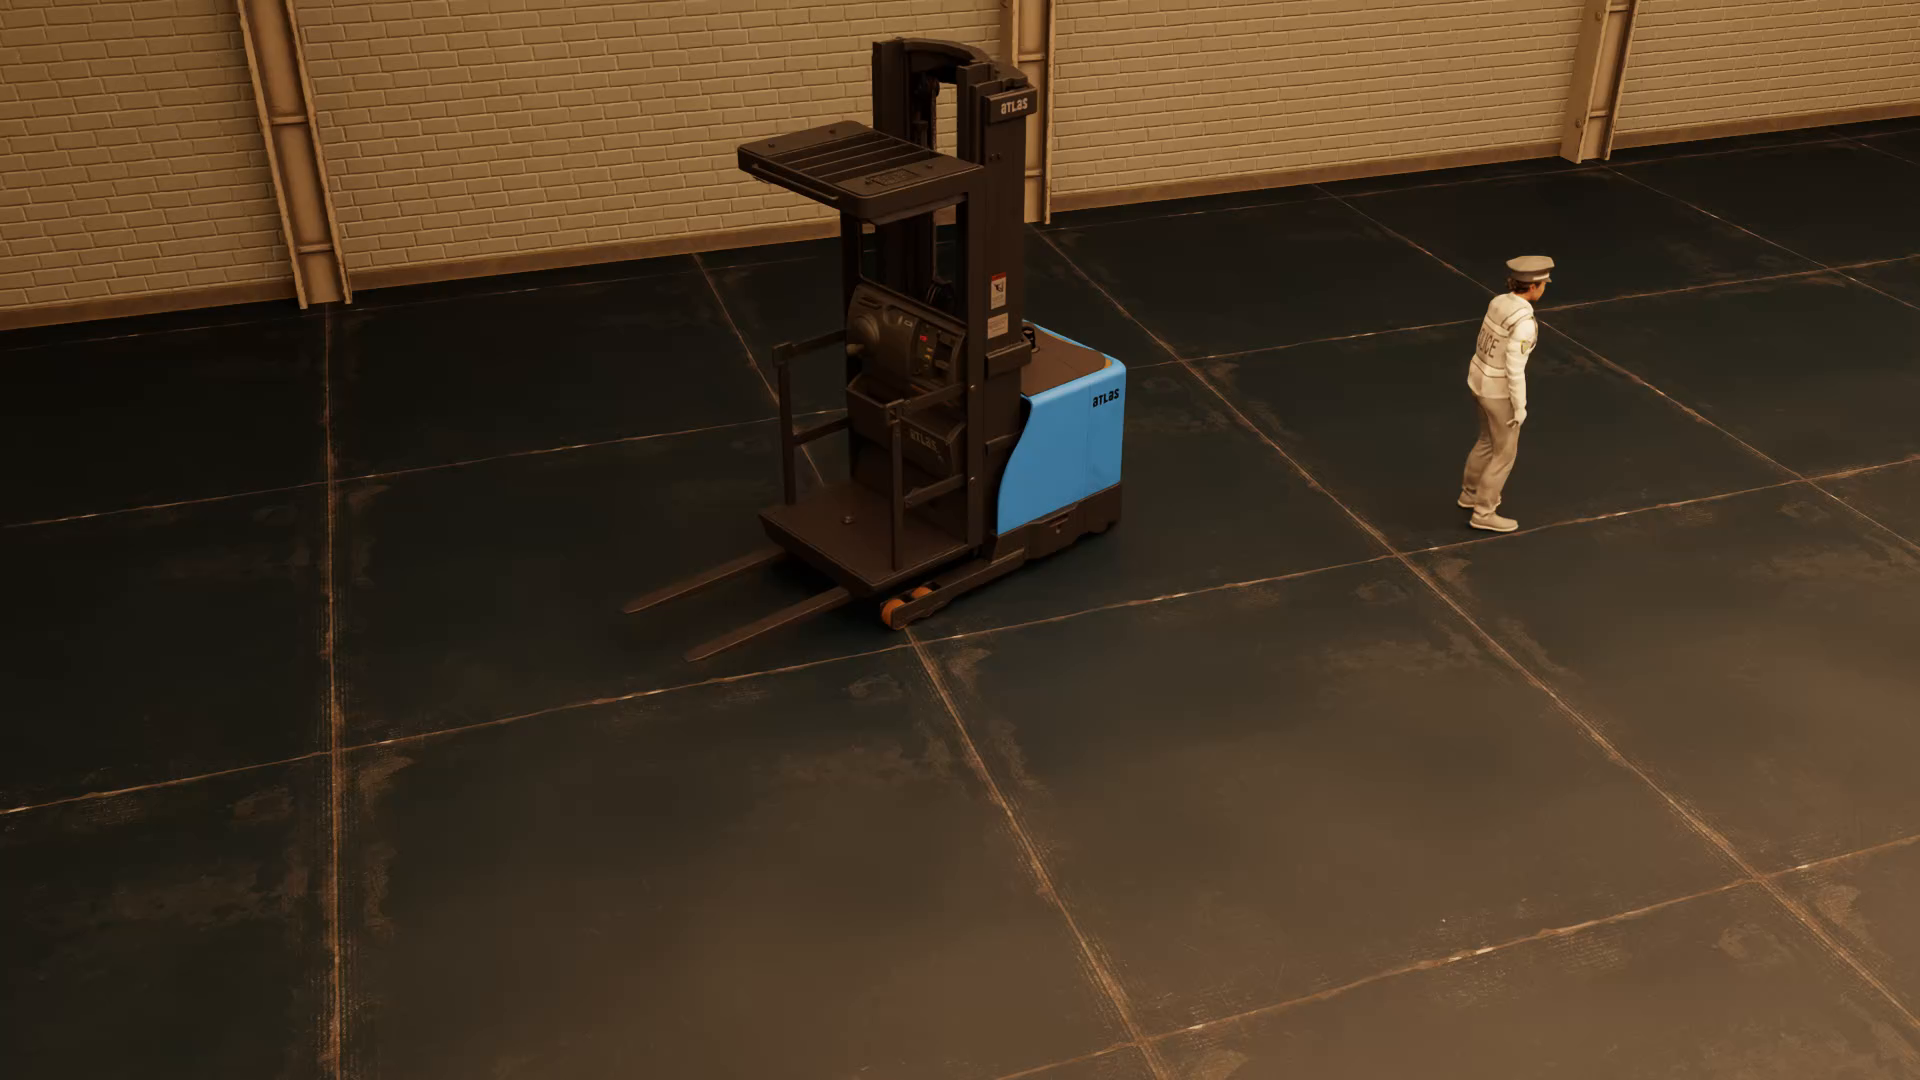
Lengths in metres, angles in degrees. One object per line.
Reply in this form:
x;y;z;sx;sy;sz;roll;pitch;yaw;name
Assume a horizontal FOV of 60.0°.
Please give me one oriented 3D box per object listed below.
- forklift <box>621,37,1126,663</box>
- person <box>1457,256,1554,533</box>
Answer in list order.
-0.461;-1.072;8.951;3.031;2.935;1.130;-23;37;-34;forklift
3.217;-0.875;9.886;0.371;1.665;0.531;-3;30;-5;person
